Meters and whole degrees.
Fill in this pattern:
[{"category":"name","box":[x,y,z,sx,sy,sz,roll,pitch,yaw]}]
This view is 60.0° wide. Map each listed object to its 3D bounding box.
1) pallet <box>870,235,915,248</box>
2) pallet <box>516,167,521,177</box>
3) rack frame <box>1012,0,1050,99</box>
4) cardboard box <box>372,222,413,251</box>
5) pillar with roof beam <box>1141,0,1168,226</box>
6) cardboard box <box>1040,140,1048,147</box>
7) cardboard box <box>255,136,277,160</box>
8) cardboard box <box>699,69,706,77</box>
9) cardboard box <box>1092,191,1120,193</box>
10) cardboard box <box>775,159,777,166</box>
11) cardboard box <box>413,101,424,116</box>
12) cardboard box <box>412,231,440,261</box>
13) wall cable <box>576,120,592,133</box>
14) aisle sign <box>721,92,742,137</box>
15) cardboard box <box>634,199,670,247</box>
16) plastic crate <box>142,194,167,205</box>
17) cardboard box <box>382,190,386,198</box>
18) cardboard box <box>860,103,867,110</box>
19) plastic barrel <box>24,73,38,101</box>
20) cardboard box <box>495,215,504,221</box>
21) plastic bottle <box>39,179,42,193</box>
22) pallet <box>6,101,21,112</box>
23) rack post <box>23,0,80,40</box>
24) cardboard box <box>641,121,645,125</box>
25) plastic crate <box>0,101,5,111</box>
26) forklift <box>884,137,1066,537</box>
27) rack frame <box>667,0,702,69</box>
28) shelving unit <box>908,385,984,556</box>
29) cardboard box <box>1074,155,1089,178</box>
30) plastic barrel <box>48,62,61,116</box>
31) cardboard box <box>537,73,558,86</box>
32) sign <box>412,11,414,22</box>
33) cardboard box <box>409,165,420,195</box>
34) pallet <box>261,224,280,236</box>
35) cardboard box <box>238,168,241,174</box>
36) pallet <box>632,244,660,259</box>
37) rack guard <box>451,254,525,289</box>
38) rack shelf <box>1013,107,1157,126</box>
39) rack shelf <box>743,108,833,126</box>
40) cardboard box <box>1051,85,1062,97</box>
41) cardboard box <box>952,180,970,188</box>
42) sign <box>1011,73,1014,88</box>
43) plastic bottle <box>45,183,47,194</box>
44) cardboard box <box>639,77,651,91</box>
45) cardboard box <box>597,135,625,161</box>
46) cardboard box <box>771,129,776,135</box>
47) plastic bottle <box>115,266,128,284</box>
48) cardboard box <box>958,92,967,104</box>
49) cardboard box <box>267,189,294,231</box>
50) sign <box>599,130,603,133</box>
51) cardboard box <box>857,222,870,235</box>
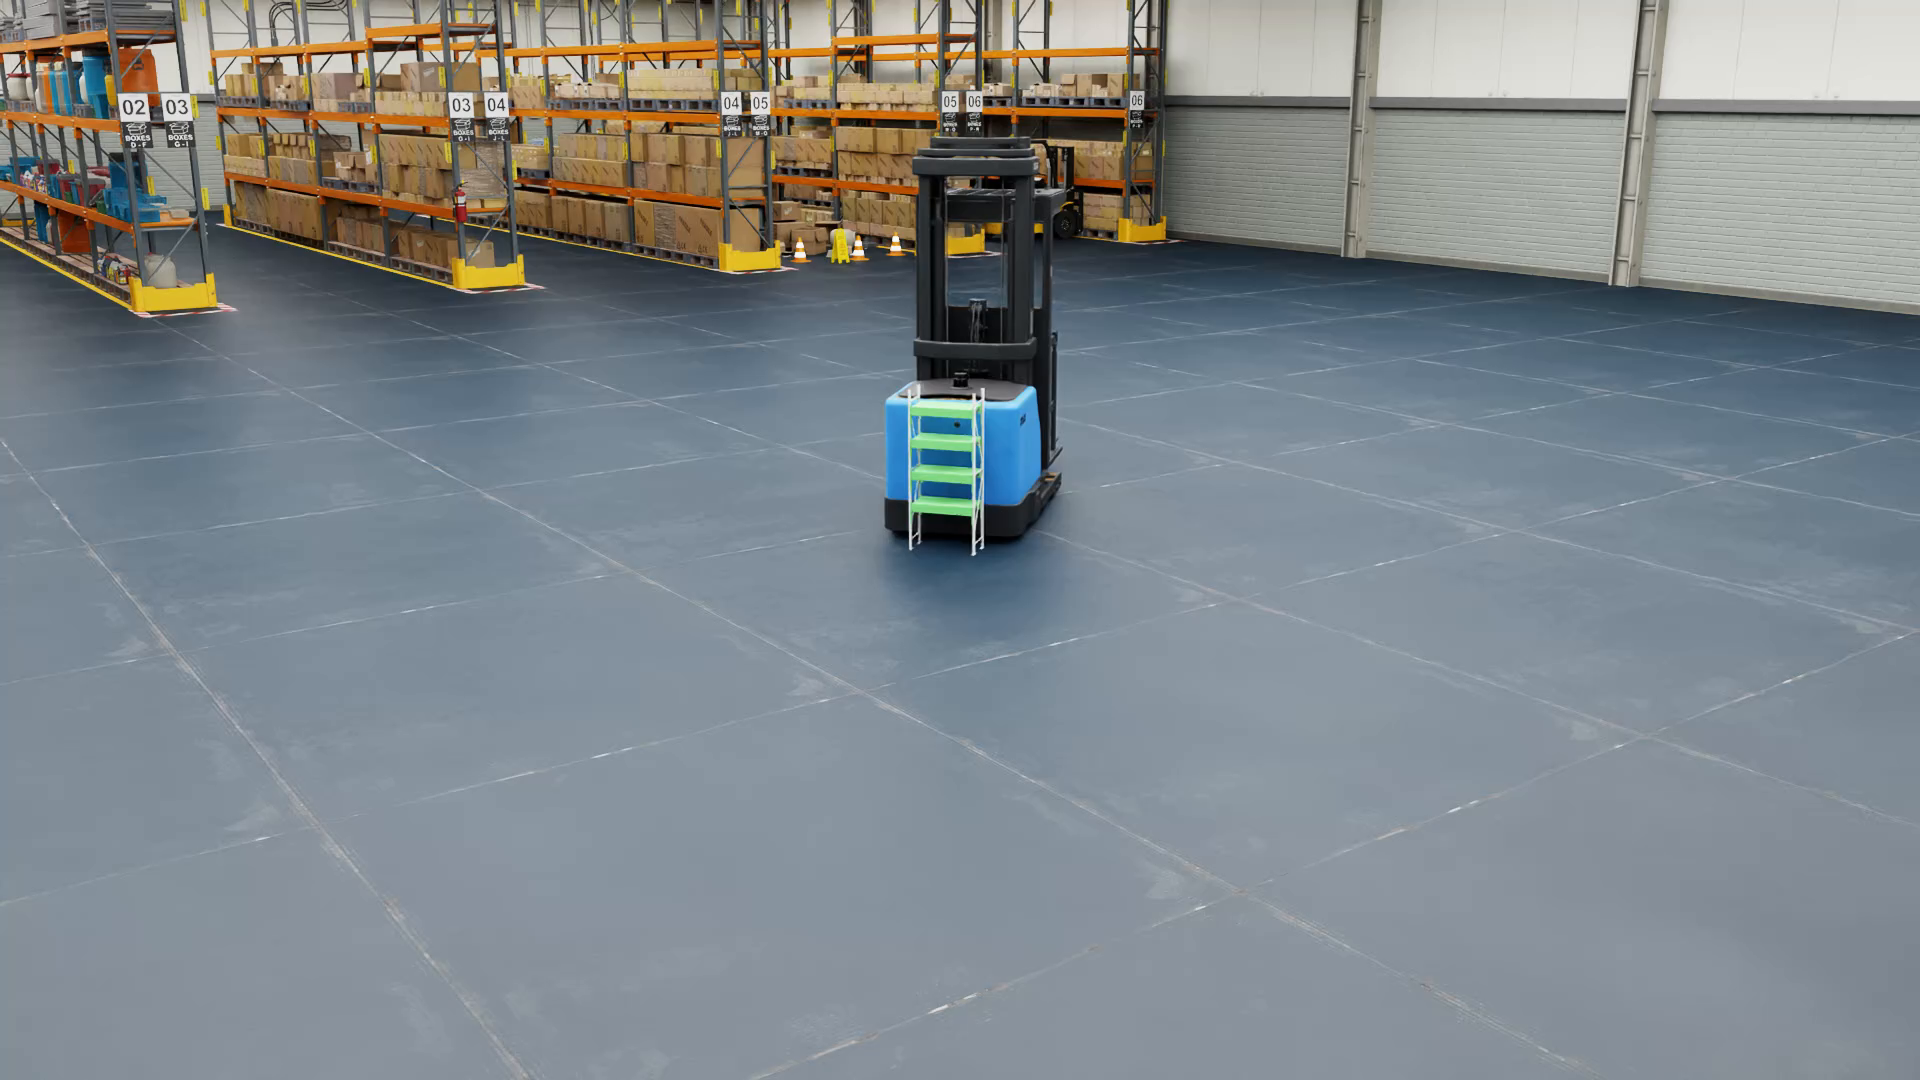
[{"category":"pallet","box":[-1.203,-6.431,35.673,1.003,0.211,1.213,-11,19,-35]},{"category":"pallet","box":[-9.841,-8.563,38.543,1.003,0.211,1.213,-11,19,-35]},{"category":"rack frame","box":[1.665,-11.840,38.788,1.000,3.000,0.127,-11,19,-35]},{"category":"cardboard box","box":[-10.972,-5.882,32.288,0.700,0.500,0.500,-11,19,-35]},{"category":"pillar with roof beam","box":[0.855,-10.606,34.280,9.100,9.000,0.400,-11,19,-35]},{"category":"cardboard box","box":[2.065,-9.171,38.419,0.380,0.149,0.250,-10,18,-33]},{"category":"cardboard box","box":[-15.554,-8.834,37.472,0.500,0.500,0.500,-10,18,-33]},{"category":"cardboard box","box":[-4.558,-8.564,30.484,0.380,0.149,0.250,-11,19,-34]},{"category":"cardboard box","box":[3.306,-7.797,37.901,0.500,0.250,0.500,-11,19,-35]},{"category":"cardboard box","box":[-4.251,-8.819,38.796,0.380,0.149,0.250,-11,19,-34]},{"category":"cardboard box","box":[-9.091,-7.437,28.669,0.500,0.250,0.500,-10,18,-33]},{"category":"cardboard box","box":[-9.818,-5.421,30.639,0.500,0.500,0.500,-5,16,-17]},{"category":"wall cable","box":[-11.597,-12.650,51.189,0.588,1.984,0.122,-11,19,-35]},{"category":"aisle sign","box":[-4.141,-7.723,30.186,0.394,0.787,0.004,-11,19,-35]},{"category":"cardboard box","box":[-5.979,-6.417,33.570,0.875,0.875,0.875,-11,19,-34]},{"category":"plastic crate","box":[-13.500,-5.602,27.643,0.499,0.251,0.616,-11,19,-35]},{"category":"cardboard box","box":[-10.480,-6.423,30.836,0.380,0.149,0.250,-11,19,-35]},{"category":"cardboard box","box":[-1.904,-9.236,35.432,0.380,0.149,0.250,-10,18,-33]},{"category":"plastic barrel","box":[-17.886,-8.792,32.282,0.433,0.535,0.433,0,15,0]},{"category":"cardboard box","box":[-10.776,-7.891,39.665,0.500,0.500,0.500,-10,18,-32]},{"category":"plastic bottle","box":[-17.722,-6.840,32.128,0.097,0.271,0.097,0,15,0]},{"category":"pallet","box":[-18.534,-8.779,33.647,1.213,0.211,1.003,-11,19,-35]},{"category":"rack post","box":[-15.597,-9.265,29.002,1.013,1.000,3.121,-11,19,-35]},{"category":"cardboard box","box":[-8.190,-11.026,43.865,0.380,0.149,0.250,-11,19,-36]},{"category":"plastic crate","box":[-19.567,-8.964,34.365,0.450,0.188,0.662,-11,19,-35]},{"category":"forklift","box":[0.243,-1.782,13.533,1.130,2.935,3.031,3,16,12]},{"category":"rack frame","box":[-7.051,-12.777,42.211,1.000,3.000,0.127,-11,19,-35]},{"category":"shelving unit","box":[-0.101,-0.512,12.174,0.503,1.200,0.258,5,16,16]},{"category":"cardboard box","box":[2.916,-8.426,37.490,0.500,0.500,0.500,-11,19,-36]},{"category":"plastic barrel","box":[-15.614,-7.911,29.165,0.600,0.901,0.708,-11,19,-35]},{"category":"cardboard box","box":[-9.092,-10.149,36.654,0.396,0.266,0.258,-11,19,-35]},{"category":"sign","box":[-13.787,-13.245,42.005,0.100,0.325,0.005,-11,19,-35]},{"category":"cardboard box","box":[-9.247,-6.406,29.546,0.875,0.500,0.500,-11,19,-35]},{"category":"pallet","box":[-15.451,-7.174,38.389,1.003,0.211,1.213,-11,19,-35]},{"category":"cardboard box","box":[-16.719,-8.677,39.071,0.380,0.149,0.250,-11,19,-35]},{"category":"pallet","box":[-5.908,-5.865,33.606,1.003,0.211,1.213,-11,19,-35]},{"category":"rack guard","box":[-8.056,-4.593,28.410,1.175,0.500,0.348,-11,19,-35]},{"category":"rack shelf","box":[2.841,-9.619,37.718,1.077,0.370,4.000,-11,19,-35]},{"category":"rack shelf","box":[-3.524,-9.702,38.021,1.077,0.370,4.000,-11,19,-35]},{"category":"cardboard box","box":[2.292,-10.215,37.803,0.396,0.266,0.258,-11,19,-36]},{"category":"cardboard box","box":[-0.028,-7.304,34.057,0.380,0.149,0.250,-11,19,-34]},{"category":"sign","box":[1.232,-10.708,38.759,0.100,0.325,0.005,-11,19,-35]},{"category":"plastic bottle","box":[-17.305,-6.686,31.543,0.061,0.283,0.133,-11,19,-35]},{"category":"cardboard box","box":[-5.933,-8.898,32.459,0.500,0.250,0.500,-11,19,-35]},{"category":"cardboard box","box":[-7.190,-8.238,34.909,0.700,0.500,0.500,-11,19,-34]},{"category":"cardboard box","box":[-4.792,-9.703,40.261,0.500,0.500,0.500,-12,19,-36]},{"category":"plastic bottle","box":[-13.579,-4.294,26.910,0.152,0.276,0.135,-11,19,-34]},{"category":"cardboard box","box":[-0.076,-8.987,33.769,0.500,0.250,0.500,-11,19,-36]},{"category":"cardboard box","box":[-14.675,-7.389,37.120,1.225,0.875,0.875,-11,19,-34]},{"category":"sign","box":[-9.856,-11.108,45.689,0.100,0.325,0.005,-11,19,-35]},{"category":"cardboard box","box":[-1.896,-6.771,36.046,0.500,0.250,0.500,-10,18,-31]}]
